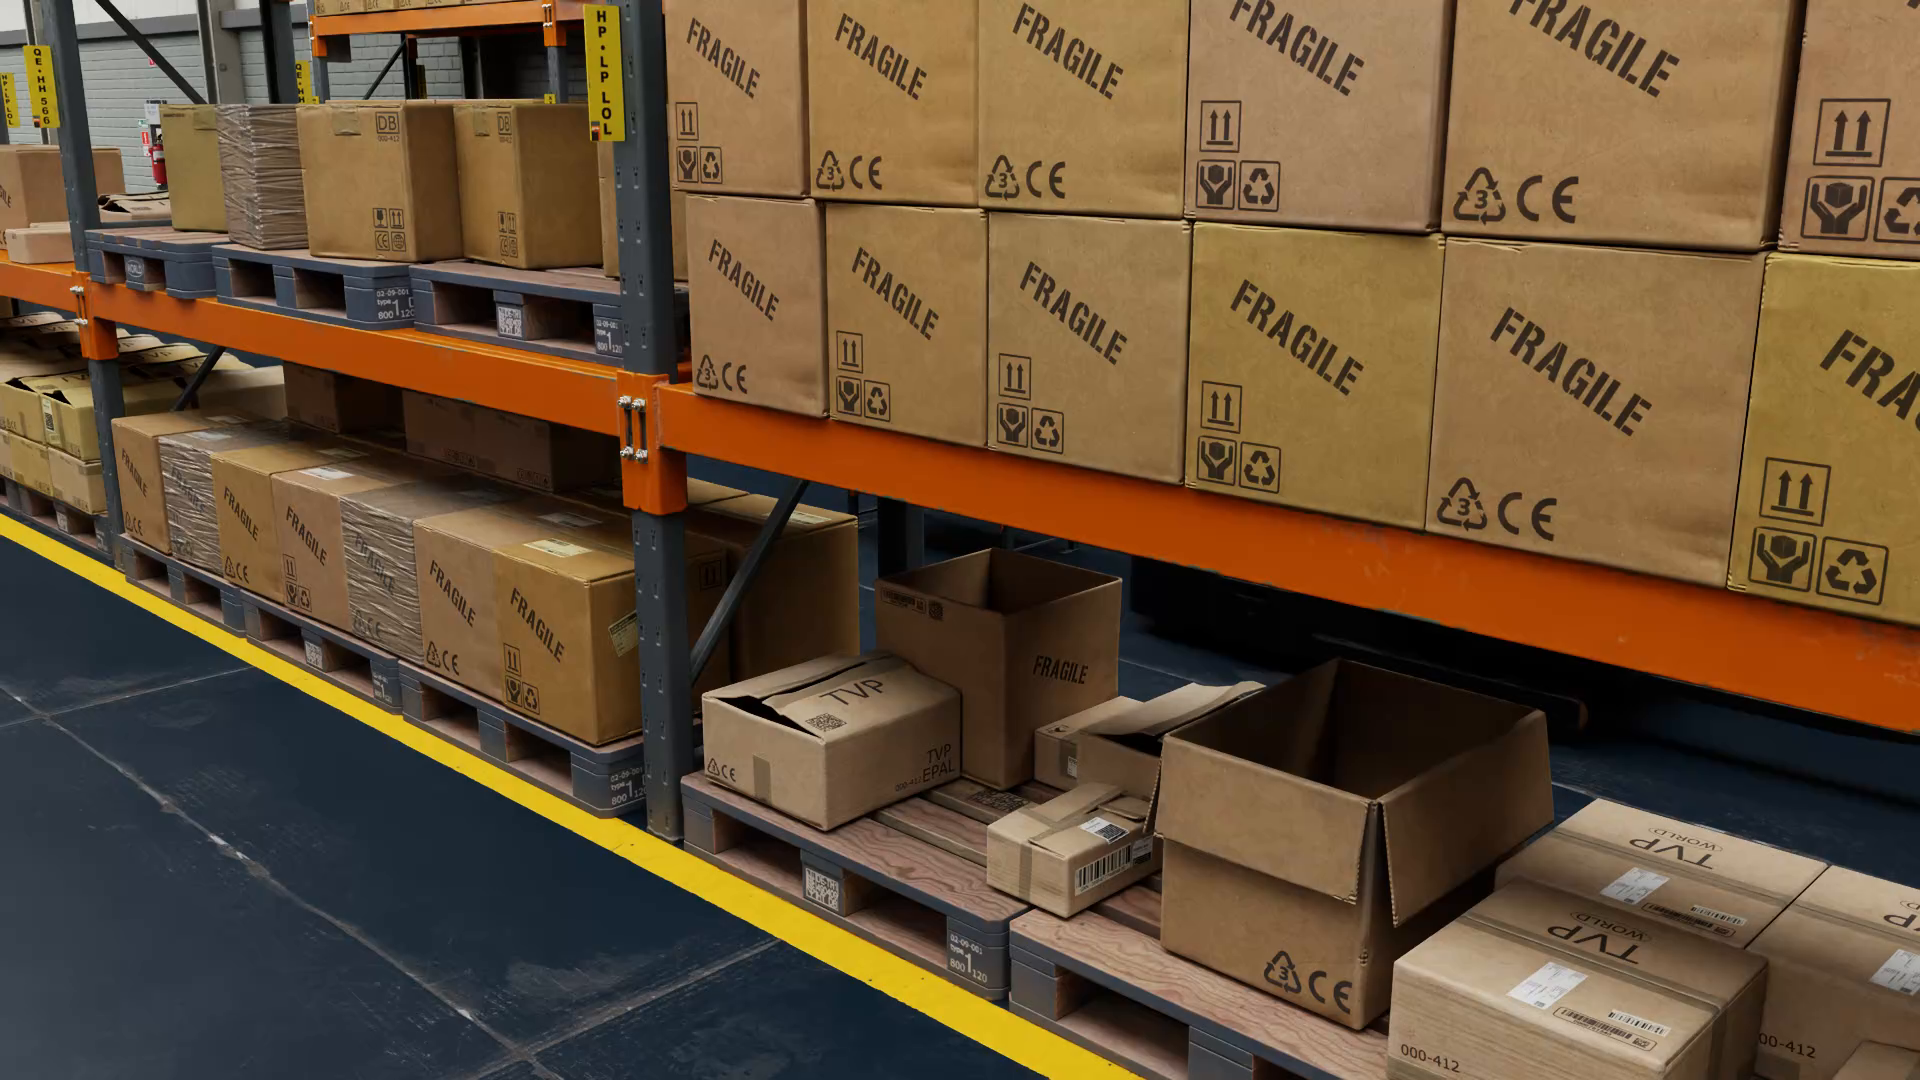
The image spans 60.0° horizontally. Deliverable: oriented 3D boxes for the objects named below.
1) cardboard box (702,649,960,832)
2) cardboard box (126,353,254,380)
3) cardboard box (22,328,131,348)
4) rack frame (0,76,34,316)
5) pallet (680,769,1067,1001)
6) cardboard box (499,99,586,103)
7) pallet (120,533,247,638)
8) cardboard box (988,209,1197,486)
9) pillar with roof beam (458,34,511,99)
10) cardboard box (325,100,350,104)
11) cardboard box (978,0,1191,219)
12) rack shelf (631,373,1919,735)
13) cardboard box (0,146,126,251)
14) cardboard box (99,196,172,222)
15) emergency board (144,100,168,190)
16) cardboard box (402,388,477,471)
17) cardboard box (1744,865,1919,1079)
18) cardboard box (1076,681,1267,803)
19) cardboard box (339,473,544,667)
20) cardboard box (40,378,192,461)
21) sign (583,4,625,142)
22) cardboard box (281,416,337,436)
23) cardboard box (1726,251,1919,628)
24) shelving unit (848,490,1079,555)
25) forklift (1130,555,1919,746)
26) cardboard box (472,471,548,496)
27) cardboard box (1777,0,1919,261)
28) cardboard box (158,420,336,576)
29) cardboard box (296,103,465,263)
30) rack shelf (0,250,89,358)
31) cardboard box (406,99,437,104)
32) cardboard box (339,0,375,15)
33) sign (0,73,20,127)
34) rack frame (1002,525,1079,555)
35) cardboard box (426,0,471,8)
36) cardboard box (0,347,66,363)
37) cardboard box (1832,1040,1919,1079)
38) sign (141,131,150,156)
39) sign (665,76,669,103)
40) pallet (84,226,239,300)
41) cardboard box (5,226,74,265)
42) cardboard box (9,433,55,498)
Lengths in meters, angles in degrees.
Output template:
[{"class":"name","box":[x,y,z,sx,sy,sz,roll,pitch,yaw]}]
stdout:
[{"class":"cardboard box","box":[-0.347,0.503,4.513,0.500,0.311,0.500,14,20,42]},{"class":"cardboard box","box":[-3.936,-0.777,8.475,0.500,0.311,0.500,13,19,41]},{"class":"cardboard box","box":[-5.032,-1.046,9.504,0.500,0.311,0.500,14,20,42]},{"class":"rack frame","box":[-6.259,-2.098,10.035,0.127,3.000,1.000,14,20,42]},{"class":"pallet","box":[-0.006,0.772,4.551,1.213,0.211,1.003,14,20,42]},{"class":"cardboard box","box":[-3.378,-3.324,13.512,0.500,0.500,0.500,14,20,42]},{"class":"pallet","box":[-2.868,0.089,7.172,1.213,0.211,1.003,14,20,42]},{"class":"cardboard box","box":[0.408,-0.431,3.438,0.500,0.500,0.500,14,20,42]},{"class":"pillar with roof beam","box":[-7.586,-5.854,12.552,0.400,9.000,9.100,14,20,42]},{"class":"cardboard box","box":[-5.567,-3.860,15.567,0.500,0.500,0.500,14,20,42]},{"class":"cardboard box","box":[0.386,-0.916,3.319,0.500,0.500,0.500,13,19,41]},{"class":"rack shelf","box":[0.940,0.000,3.409,4.000,0.370,1.077,14,20,42]},{"class":"cardboard box","box":[-4.598,-1.737,8.452,0.500,0.500,0.500,12,19,39]},{"class":"cardboard box","box":[-3.611,-1.426,7.634,0.500,0.311,0.500,-13,19,-41]},{"class":"emergency board","box":[-10.670,-5.222,22.024,0.643,1.169,0.194,14,20,42]},{"class":"cardboard box","box":[-1.760,-0.456,6.330,0.500,0.250,0.500,13,20,41]},{"class":"cardboard box","box":[1.826,0.886,3.165,0.500,0.250,0.500,14,20,42]},{"class":"cardboard box","box":[0.647,0.570,4.257,0.500,0.311,0.500,14,20,42]},{"class":"cardboard box","box":[-1.764,0.089,5.728,0.500,0.500,0.500,14,20,43]},{"class":"cardboard box","box":[-3.927,-0.589,7.752,0.500,0.311,0.500,-14,20,-43]},{"class":"sign","box":[-0.882,-1.157,4.127,0.005,0.325,0.100,14,20,42]},{"class":"cardboard box","box":[-2.543,-0.280,7.144,0.500,0.500,0.500,-14,20,-42]},{"class":"cardboard box","box":[1.493,-0.165,2.420,0.500,0.500,0.500,14,20,43]},{"class":"shelving unit","box":[0.005,-0.543,7.786,1.048,1.125,0.538,14,20,42]},{"class":"forklift","box":[2.095,-0.911,5.614,3.031,2.935,1.130,13,20,41]},{"class":"cardboard box","box":[-1.425,-0.010,6.108,0.500,0.500,0.500,14,20,43]},{"class":"cardboard box","box":[1.504,-0.646,2.283,0.500,0.500,0.500,-14,20,-43]},{"class":"cardboard box","box":[-2.869,-0.179,6.756,0.500,0.500,0.500,13,19,40]},{"class":"cardboard box","box":[-1.814,-1.248,5.740,0.500,0.500,0.700,8,17,28]},{"class":"rack shelf","box":[-4.819,-1.400,8.783,4.000,0.370,1.077,14,20,42]},{"class":"cardboard box","box":[-4.471,-3.592,14.538,0.500,0.500,0.500,-14,20,-42]},{"class":"cardboard box","box":[-5.273,-5.003,14.998,0.500,0.500,0.500,-13,19,-41]},{"class":"sign","box":[-5.889,-2.720,10.284,0.005,0.325,0.100,14,20,42]},{"class":"rack frame","box":[0.371,-0.454,7.444,0.032,1.125,0.500,14,20,42]},{"class":"cardboard box","box":[-4.138,-4.732,13.957,0.500,0.500,0.500,13,19,40]},{"class":"cardboard box","box":[-5.026,-0.856,8.775,0.500,0.311,0.500,-14,20,-43]},{"class":"cardboard box","box":[1.589,1.023,2.805,0.250,0.166,0.380,14,20,42]},{"class":"sign","box":[-10.996,-5.355,22.463,0.234,0.329,0.001,14,20,42]},{"class":"sign","box":[-2.440,-3.660,13.732,0.005,0.325,0.100,14,20,42]},{"class":"pallet","box":[-2.842,-1.199,6.966,1.003,0.211,1.213,14,20,42]},{"class":"cardboard box","box":[-4.218,-1.384,7.792,0.250,0.149,0.380,14,20,42]},{"class":"cardboard box","box":[-4.301,-0.408,8.169,0.500,0.250,0.500,13,20,42]}]
